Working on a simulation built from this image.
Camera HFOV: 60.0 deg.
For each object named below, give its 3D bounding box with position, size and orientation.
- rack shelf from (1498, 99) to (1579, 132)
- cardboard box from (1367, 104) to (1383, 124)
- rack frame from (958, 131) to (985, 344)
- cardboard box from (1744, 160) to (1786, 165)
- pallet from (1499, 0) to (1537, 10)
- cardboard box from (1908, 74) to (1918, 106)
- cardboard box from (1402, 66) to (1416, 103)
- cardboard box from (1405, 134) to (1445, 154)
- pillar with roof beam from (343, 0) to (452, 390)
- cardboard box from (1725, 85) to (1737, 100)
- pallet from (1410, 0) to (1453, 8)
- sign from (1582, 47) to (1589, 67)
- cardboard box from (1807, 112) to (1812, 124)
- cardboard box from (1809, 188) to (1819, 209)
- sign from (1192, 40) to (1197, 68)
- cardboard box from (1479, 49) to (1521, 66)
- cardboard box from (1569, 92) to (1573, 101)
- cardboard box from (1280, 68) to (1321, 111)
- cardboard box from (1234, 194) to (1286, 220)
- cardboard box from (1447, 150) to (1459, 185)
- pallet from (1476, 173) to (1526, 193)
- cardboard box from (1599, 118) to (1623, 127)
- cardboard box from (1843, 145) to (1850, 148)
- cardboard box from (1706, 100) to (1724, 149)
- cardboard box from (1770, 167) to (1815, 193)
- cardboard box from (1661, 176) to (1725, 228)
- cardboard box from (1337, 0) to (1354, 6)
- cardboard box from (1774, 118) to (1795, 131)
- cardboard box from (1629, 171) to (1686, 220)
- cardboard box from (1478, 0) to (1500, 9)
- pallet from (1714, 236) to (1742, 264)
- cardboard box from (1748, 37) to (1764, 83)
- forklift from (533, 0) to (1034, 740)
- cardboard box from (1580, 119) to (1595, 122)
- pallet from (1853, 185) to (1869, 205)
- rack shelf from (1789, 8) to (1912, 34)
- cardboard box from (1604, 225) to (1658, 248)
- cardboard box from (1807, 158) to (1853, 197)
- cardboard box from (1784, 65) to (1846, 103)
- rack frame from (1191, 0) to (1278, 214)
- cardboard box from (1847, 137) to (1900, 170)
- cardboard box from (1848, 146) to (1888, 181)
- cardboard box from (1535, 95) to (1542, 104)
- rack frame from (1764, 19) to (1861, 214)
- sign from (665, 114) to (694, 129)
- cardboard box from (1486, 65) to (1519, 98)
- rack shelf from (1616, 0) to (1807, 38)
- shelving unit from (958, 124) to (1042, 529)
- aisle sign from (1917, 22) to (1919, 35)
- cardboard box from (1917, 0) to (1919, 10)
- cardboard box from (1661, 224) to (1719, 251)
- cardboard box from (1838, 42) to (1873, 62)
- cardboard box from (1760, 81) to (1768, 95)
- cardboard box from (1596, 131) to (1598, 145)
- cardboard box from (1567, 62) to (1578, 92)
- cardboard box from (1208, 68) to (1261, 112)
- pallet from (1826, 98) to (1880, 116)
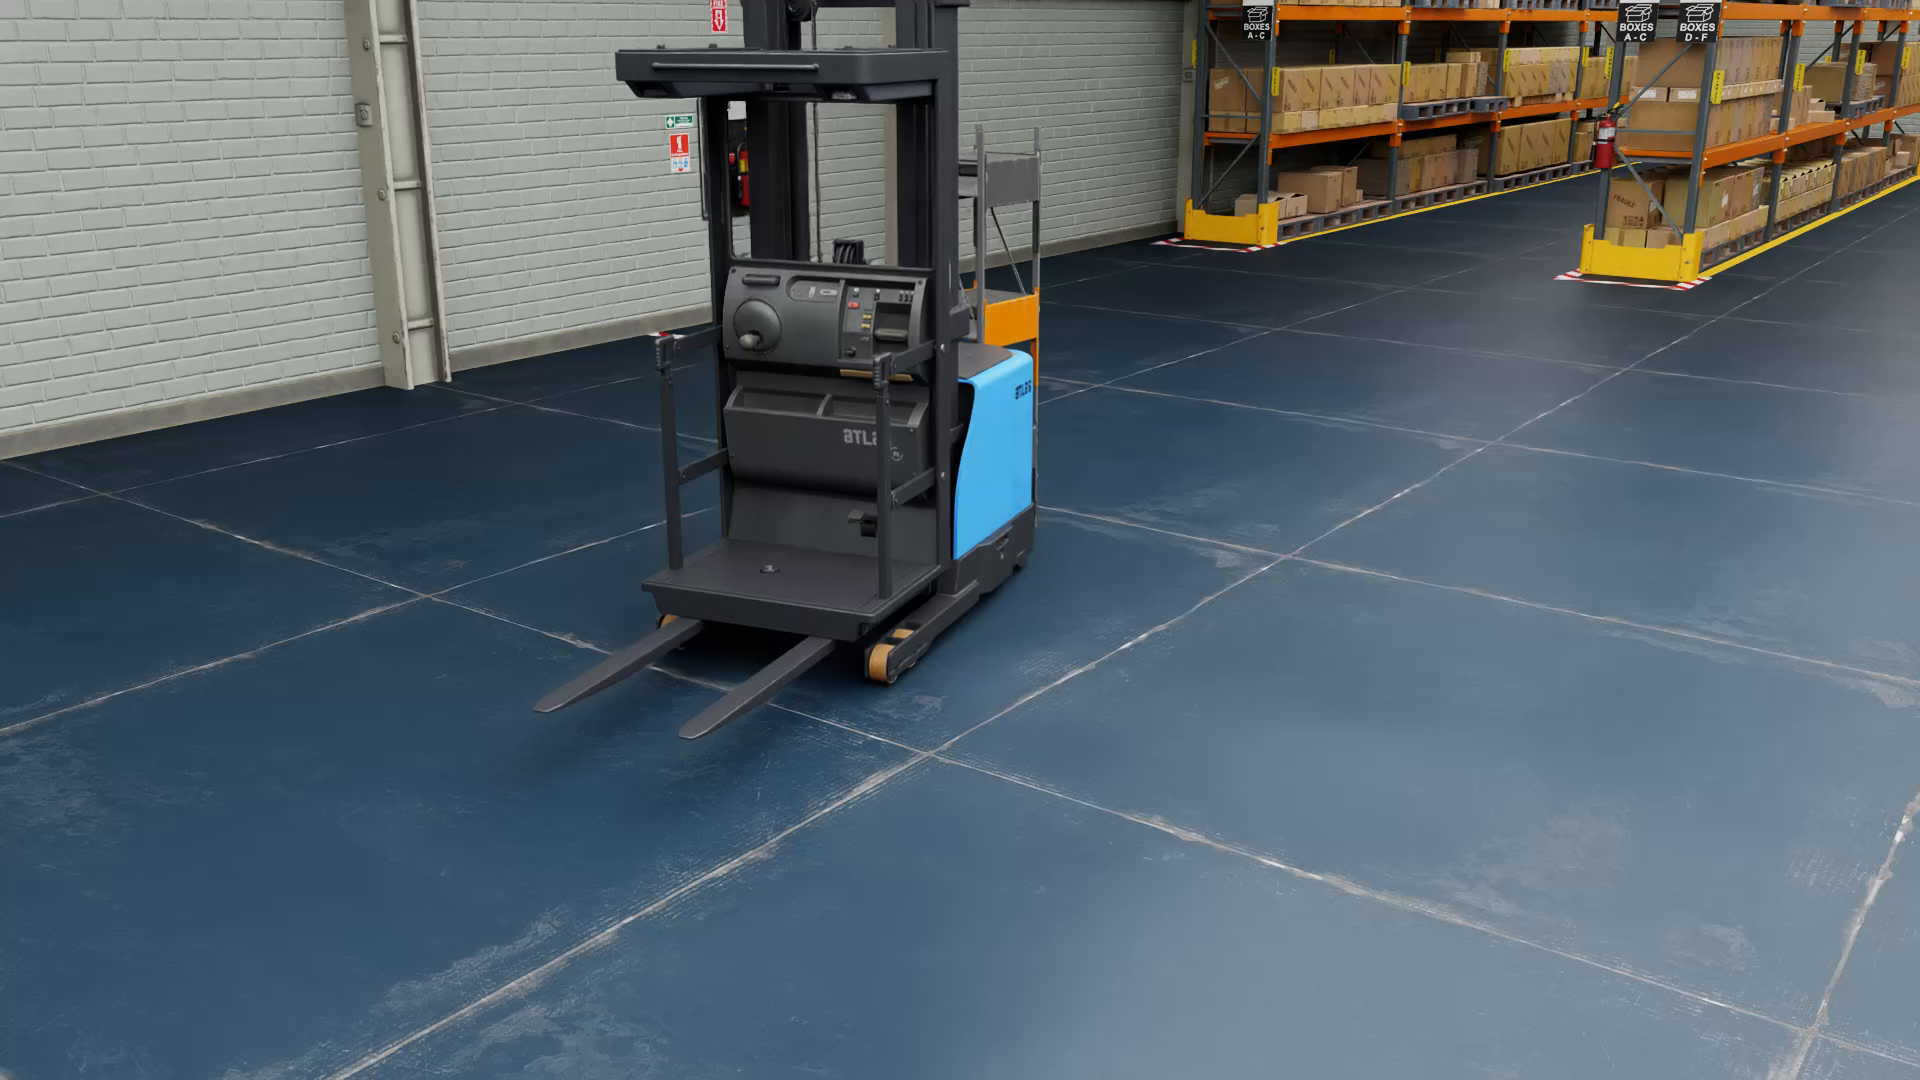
[{"bbox_3d":[9.287,-7.197,28.076,1.077,0.370,4.000,12,21,35],"label":"rack shelf"},{"bbox_3d":[5.370,-5.766,22.473,0.500,0.250,0.500,13,21,35],"label":"cardboard box"},{"bbox_3d":[-0.045,-0.984,8.373,0.400,2.100,0.015,12,21,34],"label":"rack frame"},{"bbox_3d":[11.222,-5.146,23.239,0.500,0.311,0.500,12,21,33],"label":"cardboard box"},{"bbox_3d":[8.437,-8.570,26.542,1.213,0.211,1.003,14,22,37],"label":"pallet"},{"bbox_3d":[15.584,-7.505,27.685,0.500,0.500,0.500,12,21,34],"label":"cardboard box"},{"bbox_3d":[6.043,-6.485,23.658,0.700,0.500,0.500,12,21,35],"label":"cardboard box"},{"bbox_3d":[7.016,-6.010,25.249,0.500,0.250,0.500,12,21,34],"label":"cardboard box"},{"bbox_3d":[-0.641,-4.725,8.785,9.100,9.000,0.400,12,21,35],"label":"pillar with roof beam"},{"bbox_3d":[8.330,-4.944,18.344,0.380,0.149,0.250,12,21,33],"label":"cardboard box"},{"bbox_3d":[6.166,-7.583,23.363,1.213,0.211,1.003,12,21,35],"label":"pallet"},{"bbox_3d":[10.921,-8.439,29.042,0.100,0.325,0.005,12,21,35],"label":"sign"},{"bbox_3d":[11.362,-5.756,22.646,0.380,0.149,0.250,14,22,39],"label":"cardboard box"},{"bbox_3d":[11.352,-4.666,22.641,0.500,0.250,0.500,13,21,36],"label":"cardboard box"},{"bbox_3d":[2.895,-5.966,20.412,0.100,0.325,0.005,12,21,35],"label":"sign"},{"bbox_3d":[8.590,-7.691,26.486,0.500,0.250,0.500,13,22,36],"label":"cardboard box"},{"bbox_3d":[10.505,-7.776,29.117,0.380,0.149,0.250,13,21,35],"label":"cardboard box"},{"bbox_3d":[4.157,-5.632,20.776,0.500,0.500,0.500,12,21,35],"label":"cardboard box"},{"bbox_3d":[3.813,-4.234,21.112,0.500,0.311,0.500,10,20,29],"label":"cardboard box"},{"bbox_3d":[7.308,-5.798,25.830,0.700,0.500,0.500,12,21,35],"label":"cardboard box"},{"bbox_3d":[8.626,-5.907,27.411,1.003,0.211,1.213,12,21,35],"label":"pallet"},{"bbox_3d":[12.444,-7.978,31.791,0.380,0.149,0.250,13,22,36],"label":"cardboard box"},{"bbox_3d":[13.976,-6.087,26.760,0.500,0.500,0.500,11,21,32],"label":"cardboard box"},{"bbox_3d":[7.907,-4.567,18.225,0.700,0.500,0.500,13,22,36],"label":"cardboard box"},{"bbox_3d":[11.054,-4.813,22.169,0.500,0.311,0.500,13,22,36],"label":"cardboard box"},{"bbox_3d":[8.104,-3.738,18.387,0.500,0.500,0.500,12,21,35],"label":"cardboard box"},{"bbox_3d":[4.686,-7.062,21.166,0.500,0.500,0.500,14,22,38],"label":"cardboard box"},{"bbox_3d":[10.385,-5.292,21.152,0.380,0.149,0.250,12,21,35],"label":"cardboard box"},{"bbox_3d":[7.974,-3.951,19.074,0.500,0.500,0.500,12,21,35],"label":"cardboard box"},{"bbox_3d":[7.883,-8.245,25.295,0.500,0.311,0.500,12,21,35],"label":"cardboard box"},{"bbox_3d":[8.459,-3.432,19.439,1.003,0.211,1.213,12,21,35],"label":"pallet"},{"bbox_3d":[8.835,-5.558,19.228,0.700,0.500,0.500,12,21,35],"label":"cardboard box"},{"bbox_3d":[-0.660,-0.949,6.859,1.130,2.935,3.031,7,19,21],"label":"forklift"},{"bbox_3d":[11.838,-7.926,31.623,0.380,0.149,0.250,13,21,35],"label":"cardboard box"},{"bbox_3d":[13.279,-5.319,25.516,1.003,0.211,1.213,12,21,35],"label":"pallet"},{"bbox_3d":[13.268,-7.755,24.815,1.077,0.370,4.000,12,21,35],"label":"rack shelf"},{"bbox_3d":[7.392,-3.352,18.408,0.500,0.250,0.500,12,21,35],"label":"cardboard box"},{"bbox_3d":[12.577,-5.264,24.111,0.500,0.500,0.500,14,22,37],"label":"cardboard box"},{"bbox_3d":[12.361,-6.608,24.089,0.700,0.500,0.500,5,18,16],"label":"cardboard box"},{"bbox_3d":[3.329,-5.159,20.299,1.000,3.000,0.127,12,21,35],"label":"rack frame"},{"bbox_3d":[15.575,-6.609,28.436,0.797,0.503,0.637,12,21,35],"label":"cardboard box"},{"bbox_3d":[14.396,-5.991,26.451,0.500,0.500,0.500,12,21,34],"label":"cardboard box"},{"bbox_3d":[9.545,-7.420,27.970,0.380,0.149,0.250,13,22,36],"label":"cardboard box"},{"bbox_3d":[12.076,-6.190,23.619,1.000,3.000,0.127,12,21,35],"label":"rack frame"},{"bbox_3d":[-2.429,-3.624,14.402,0.001,0.109,0.331,12,21,35],"label":"sign"},{"bbox_3d":[8.591,-7.334,26.600,0.500,0.500,0.500,13,22,36],"label":"cardboard box"},{"bbox_3d":[8.501,-5.850,18.679,1.077,0.370,4.000,12,21,35],"label":"rack shelf"},{"bbox_3d":[0.099,-1.043,8.562,0.431,2.100,0.503,12,21,34],"label":"shelving unit"},{"bbox_3d":[17.130,-9.299,29.248,0.394,0.787,0.004,12,21,35],"label":"aisle sign"},{"bbox_3d":[15.249,-8.694,26.878,0.500,0.250,0.500,12,21,35],"label":"cardboard box"},{"bbox_3d":[8.103,-3.380,18.499,0.500,0.250,0.500,12,21,35],"label":"cardboard box"},{"bbox_3d":[14.553,-7.834,27.059,0.500,0.500,0.500,13,21,35],"label":"cardboard box"},{"bbox_3d":[9.244,-5.308,19.517,0.380,0.149,0.250,12,21,35],"label":"cardboard box"},{"bbox_3d":[11.616,-7.425,31.103,0.700,0.500,0.500,13,21,36],"label":"cardboard box"},{"bbox_3d":[10.406,-8.062,28.944,0.500,0.500,0.500,12,21,34],"label":"cardboard box"},{"bbox_3d":[3.439,-5.605,20.690,0.500,0.500,0.500,12,21,34],"label":"cardboard box"},{"bbox_3d":[13.231,-6.562,25.142,1.003,0.211,1.213,12,21,35],"label":"pallet"}]
